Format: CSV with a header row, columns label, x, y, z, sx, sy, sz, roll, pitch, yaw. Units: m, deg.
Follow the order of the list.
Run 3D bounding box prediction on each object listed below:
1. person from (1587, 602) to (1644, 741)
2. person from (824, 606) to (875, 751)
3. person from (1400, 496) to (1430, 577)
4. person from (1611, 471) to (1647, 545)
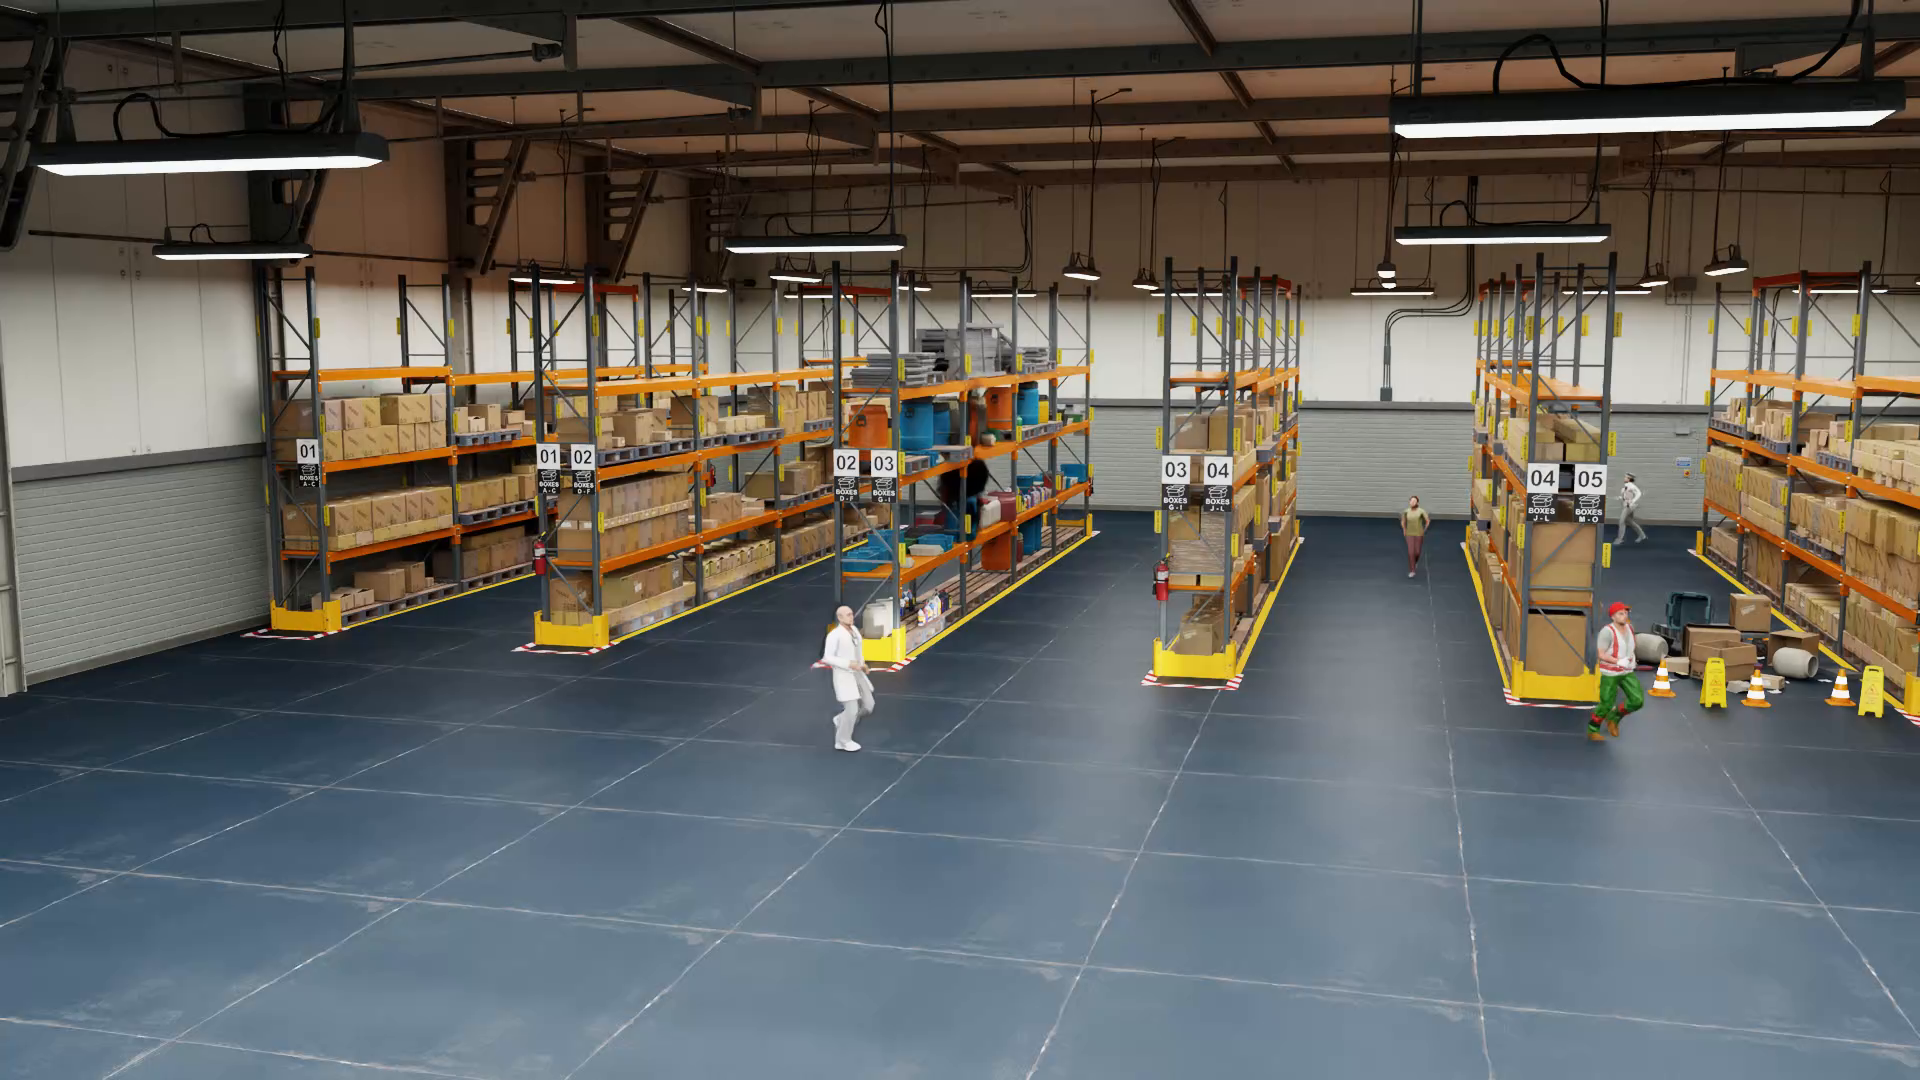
label,x,y,z,sx,sy,sz,roll,pitch,yaw
person,7.928,1.598,19.983,0.685,1.736,0.781,-2,8,-18
person,-1.293,1.642,19.740,0.651,1.729,0.701,5,9,35
person,9.239,-0.085,33.821,0.577,1.642,0.580,3,8,22
person,15.534,-0.731,38.535,0.802,1.715,0.630,2,7,15
